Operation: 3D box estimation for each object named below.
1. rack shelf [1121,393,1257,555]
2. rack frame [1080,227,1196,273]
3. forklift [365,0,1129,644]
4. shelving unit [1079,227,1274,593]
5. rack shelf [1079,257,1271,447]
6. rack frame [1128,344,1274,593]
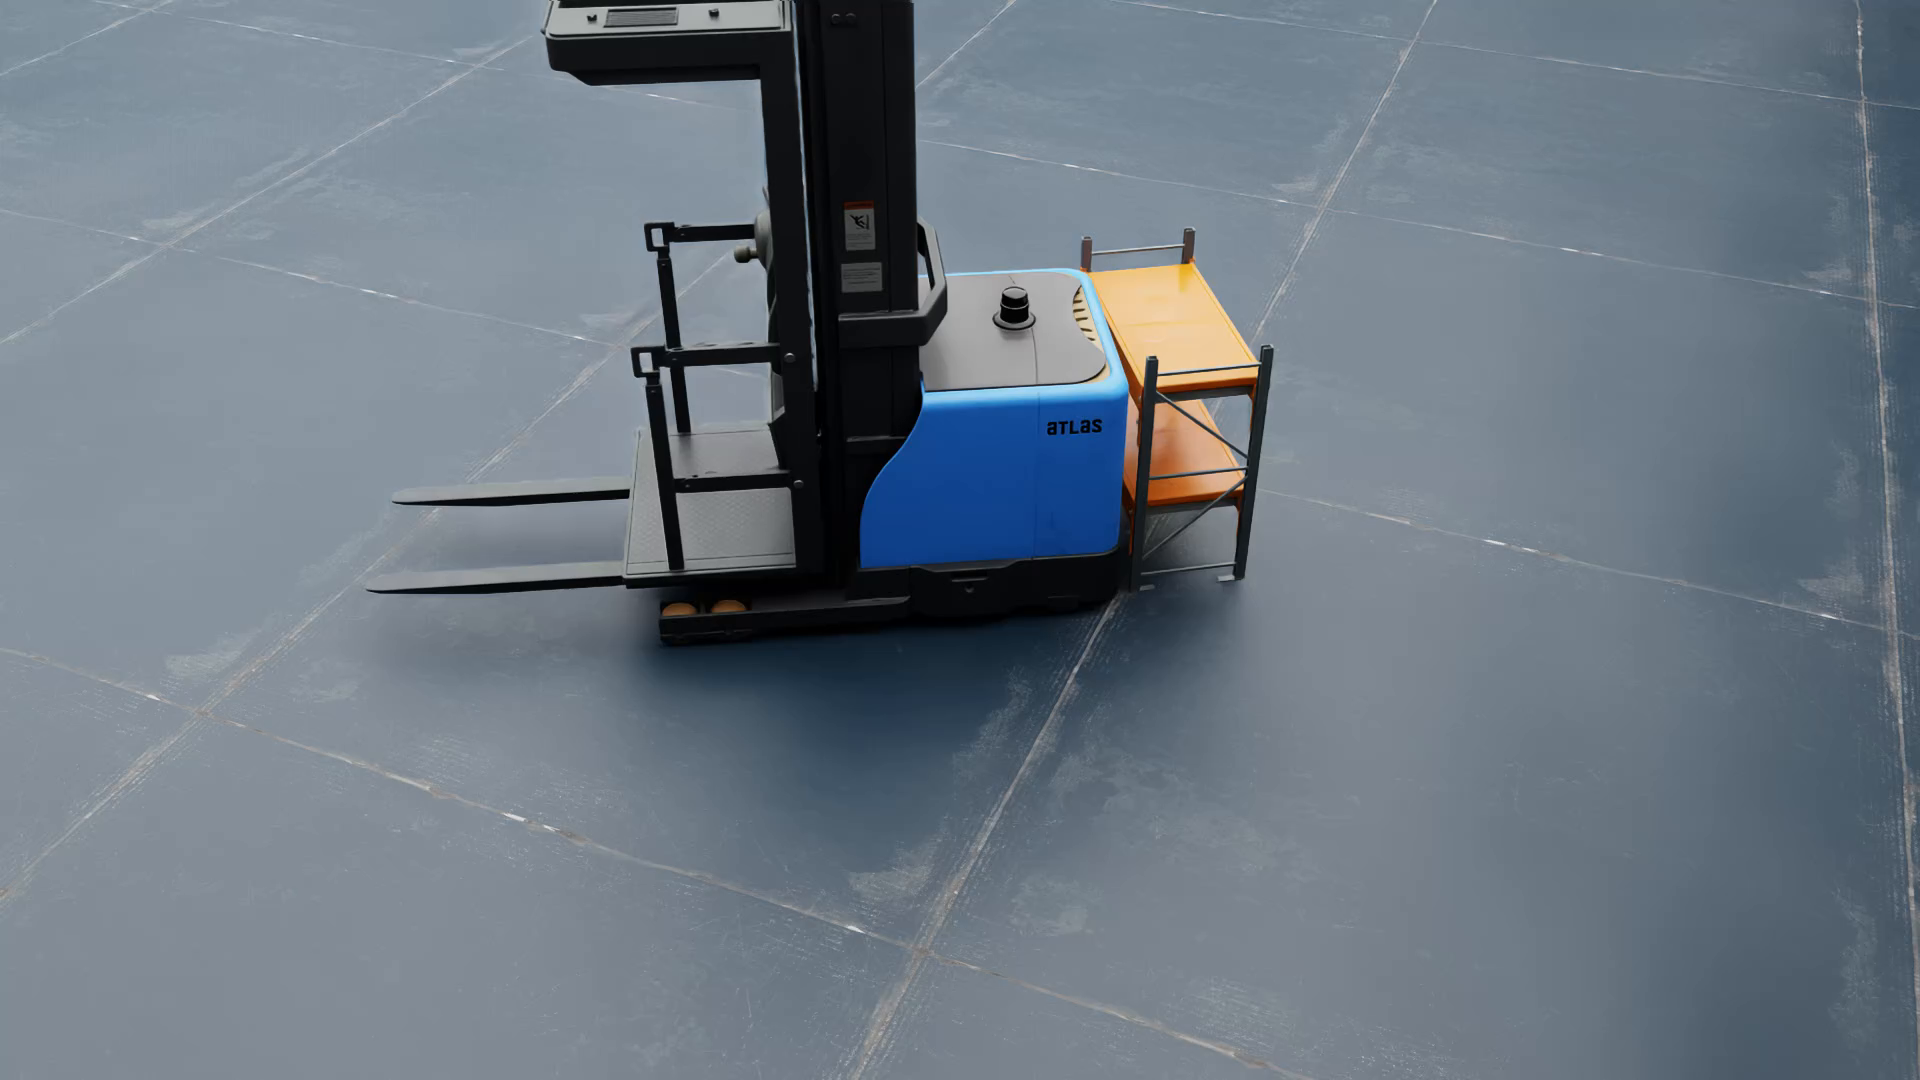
[{"bbox_3d":[0.860,-0.369,7.213,0.538,0.278,1.000,-6,37,-9],"label":"rack shelf"},{"bbox_3d":[0.765,-0.864,7.467,0.500,1.125,0.032,-6,37,-9],"label":"rack frame"},{"bbox_3d":[-0.895,-1.090,6.260,3.031,2.935,1.130,-4,37,-5],"label":"forklift"},{"bbox_3d":[0.860,-0.565,7.066,0.538,1.125,1.048,-6,37,-9],"label":"shelving unit"},{"bbox_3d":[0.860,-0.799,6.891,0.538,0.278,1.000,-6,37,-9],"label":"rack shelf"},{"bbox_3d":[0.954,-0.266,6.666,0.500,1.125,0.032,-6,37,-9],"label":"rack frame"}]
